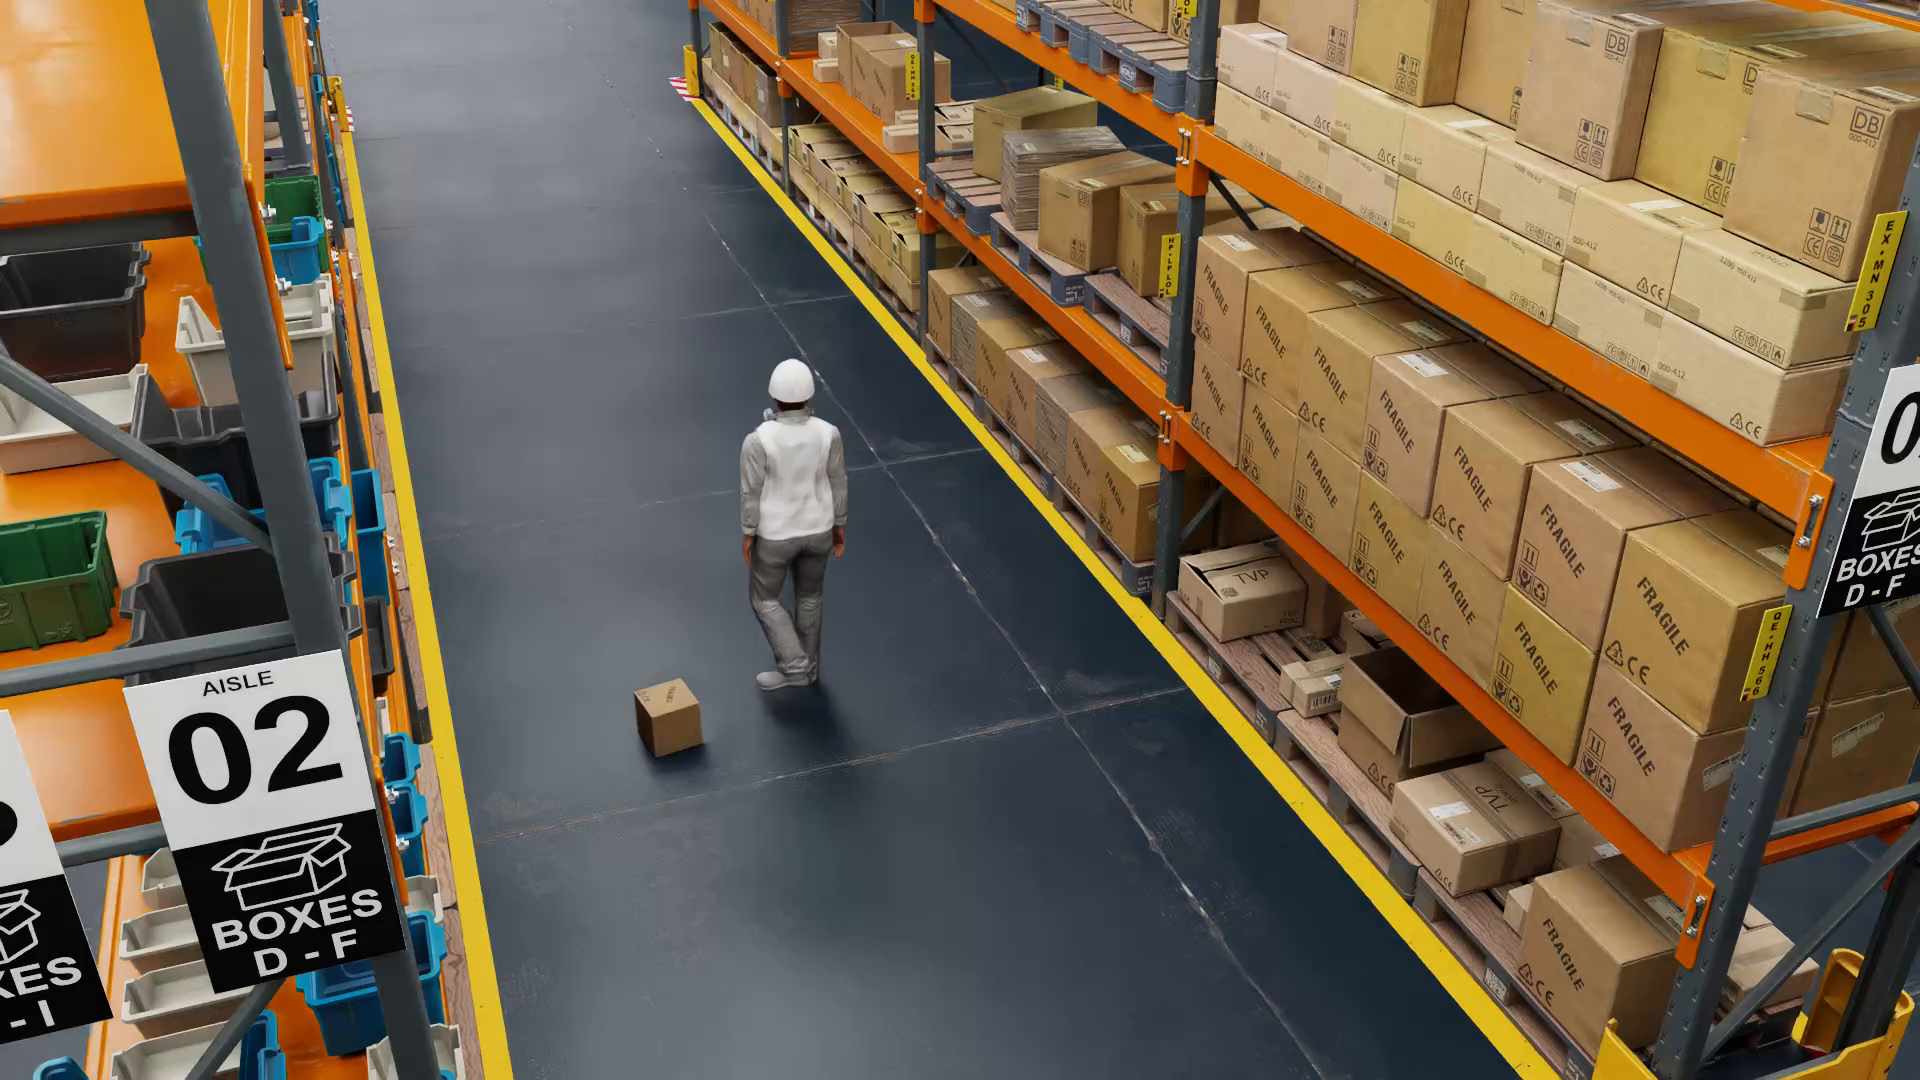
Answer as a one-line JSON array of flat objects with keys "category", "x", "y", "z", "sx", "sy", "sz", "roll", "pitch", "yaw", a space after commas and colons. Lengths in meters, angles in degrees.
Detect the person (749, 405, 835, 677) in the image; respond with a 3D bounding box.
[{"category": "person", "x": -0.827, "y": 0.042, "z": 8.413, "sx": 0.465, "sy": 1.490, "sz": 0.526, "roll": -12, "pitch": 32, "yaw": -20}]
